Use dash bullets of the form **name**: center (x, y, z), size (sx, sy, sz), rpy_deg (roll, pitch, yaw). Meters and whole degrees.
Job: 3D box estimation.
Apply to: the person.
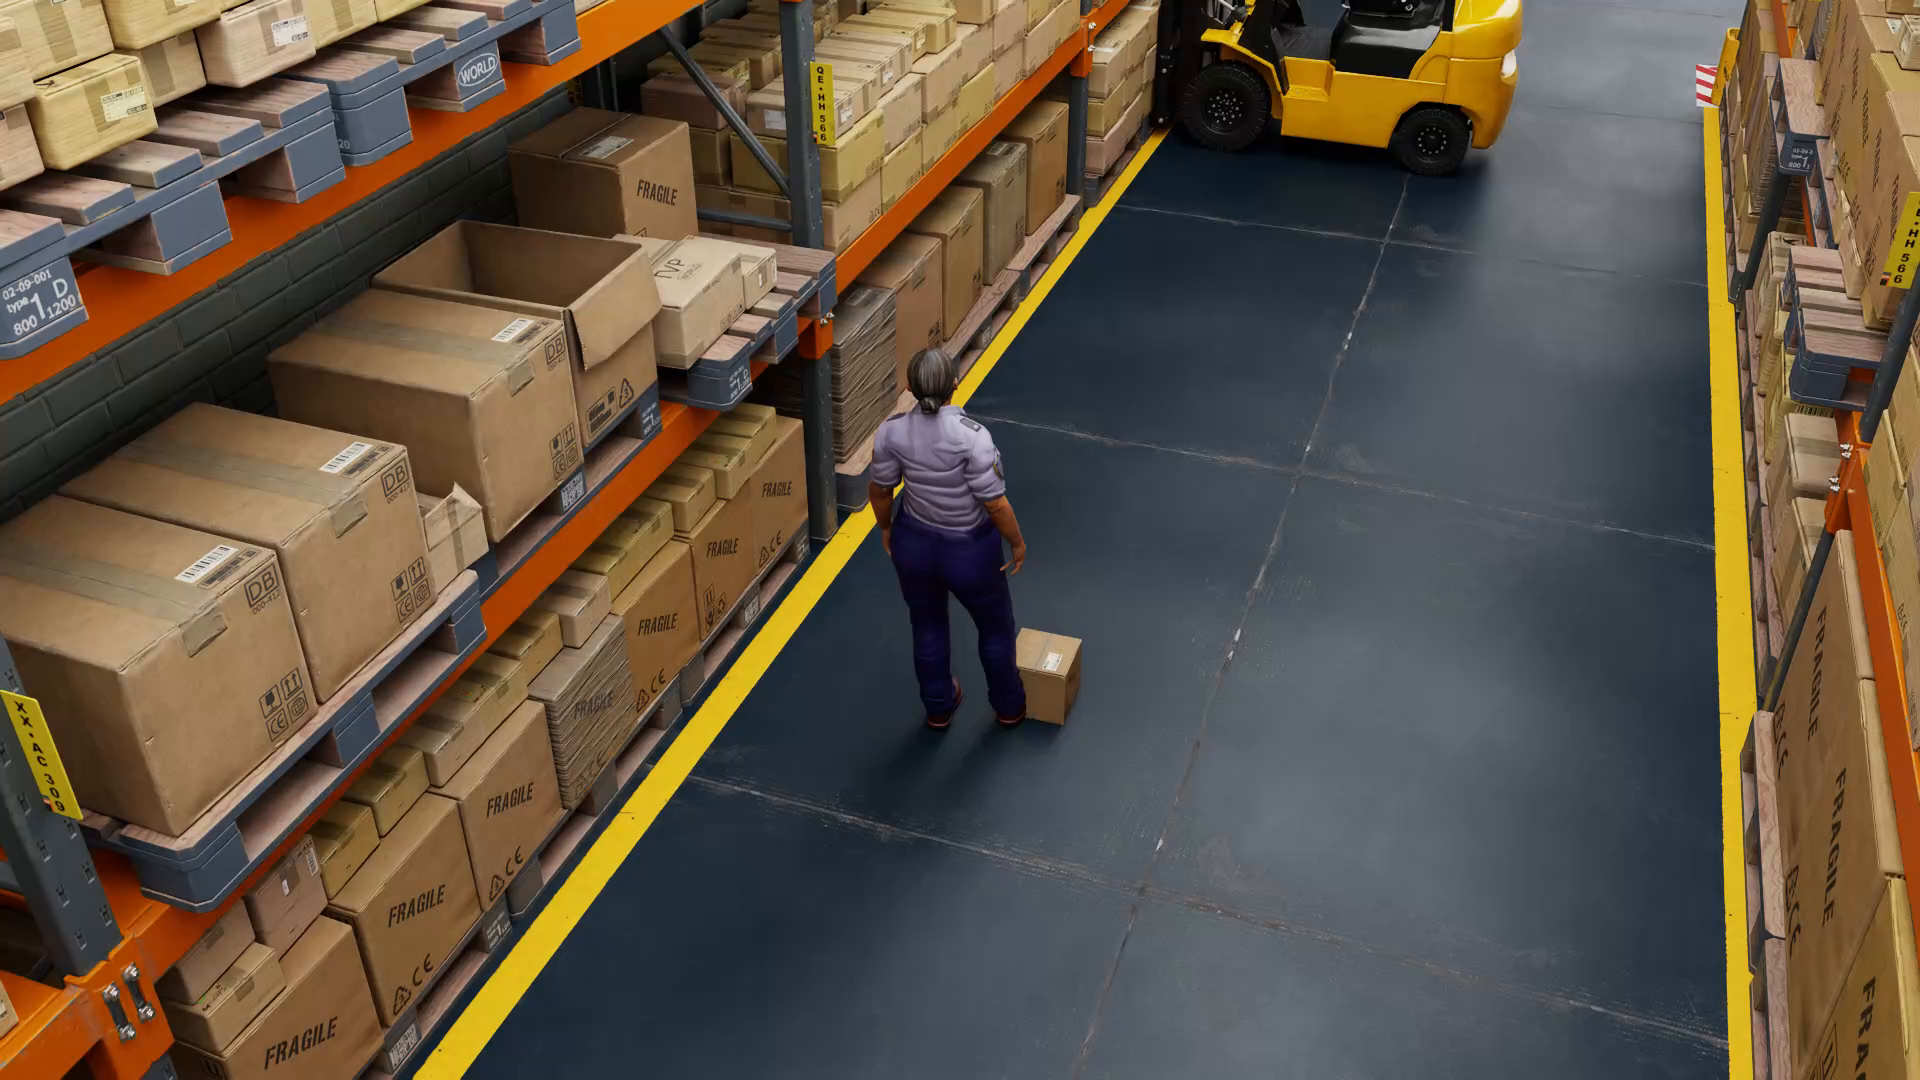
- **person**: center (-0.001, -0.012, 6.153), size (0.598, 1.651, 0.502), rpy_deg (11, 35, 16)
